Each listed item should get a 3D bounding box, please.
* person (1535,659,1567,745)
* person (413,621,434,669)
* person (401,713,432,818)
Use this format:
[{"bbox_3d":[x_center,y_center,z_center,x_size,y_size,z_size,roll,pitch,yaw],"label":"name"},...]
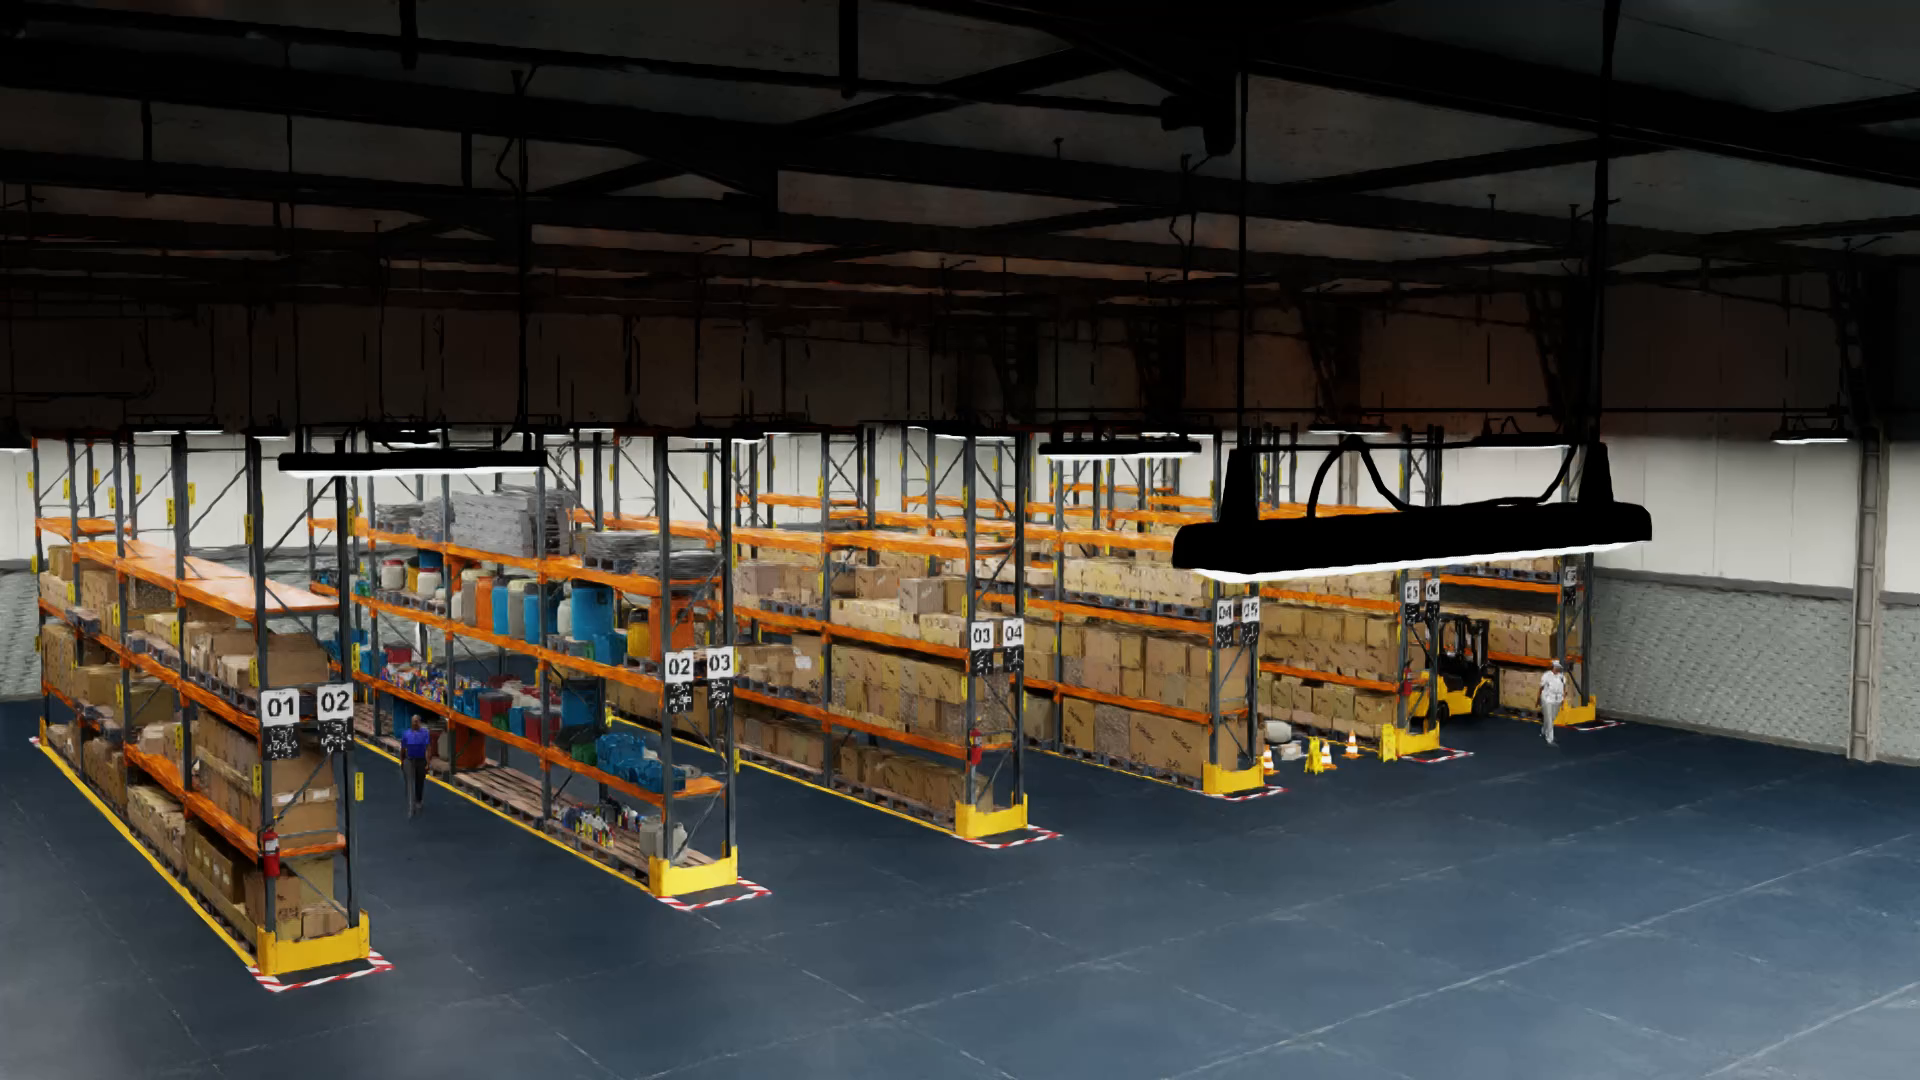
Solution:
[{"bbox_3d":[11.233,3.051,31.539,0.523,1.610,0.937,-1,5,-12],"label":"person"},{"bbox_3d":[-12.104,2.486,37.520,0.580,1.770,0.771,0,4,1],"label":"person"},{"bbox_3d":[-8.488,3.482,25.978,0.443,1.586,0.993,-2,5,-27],"label":"person"}]
